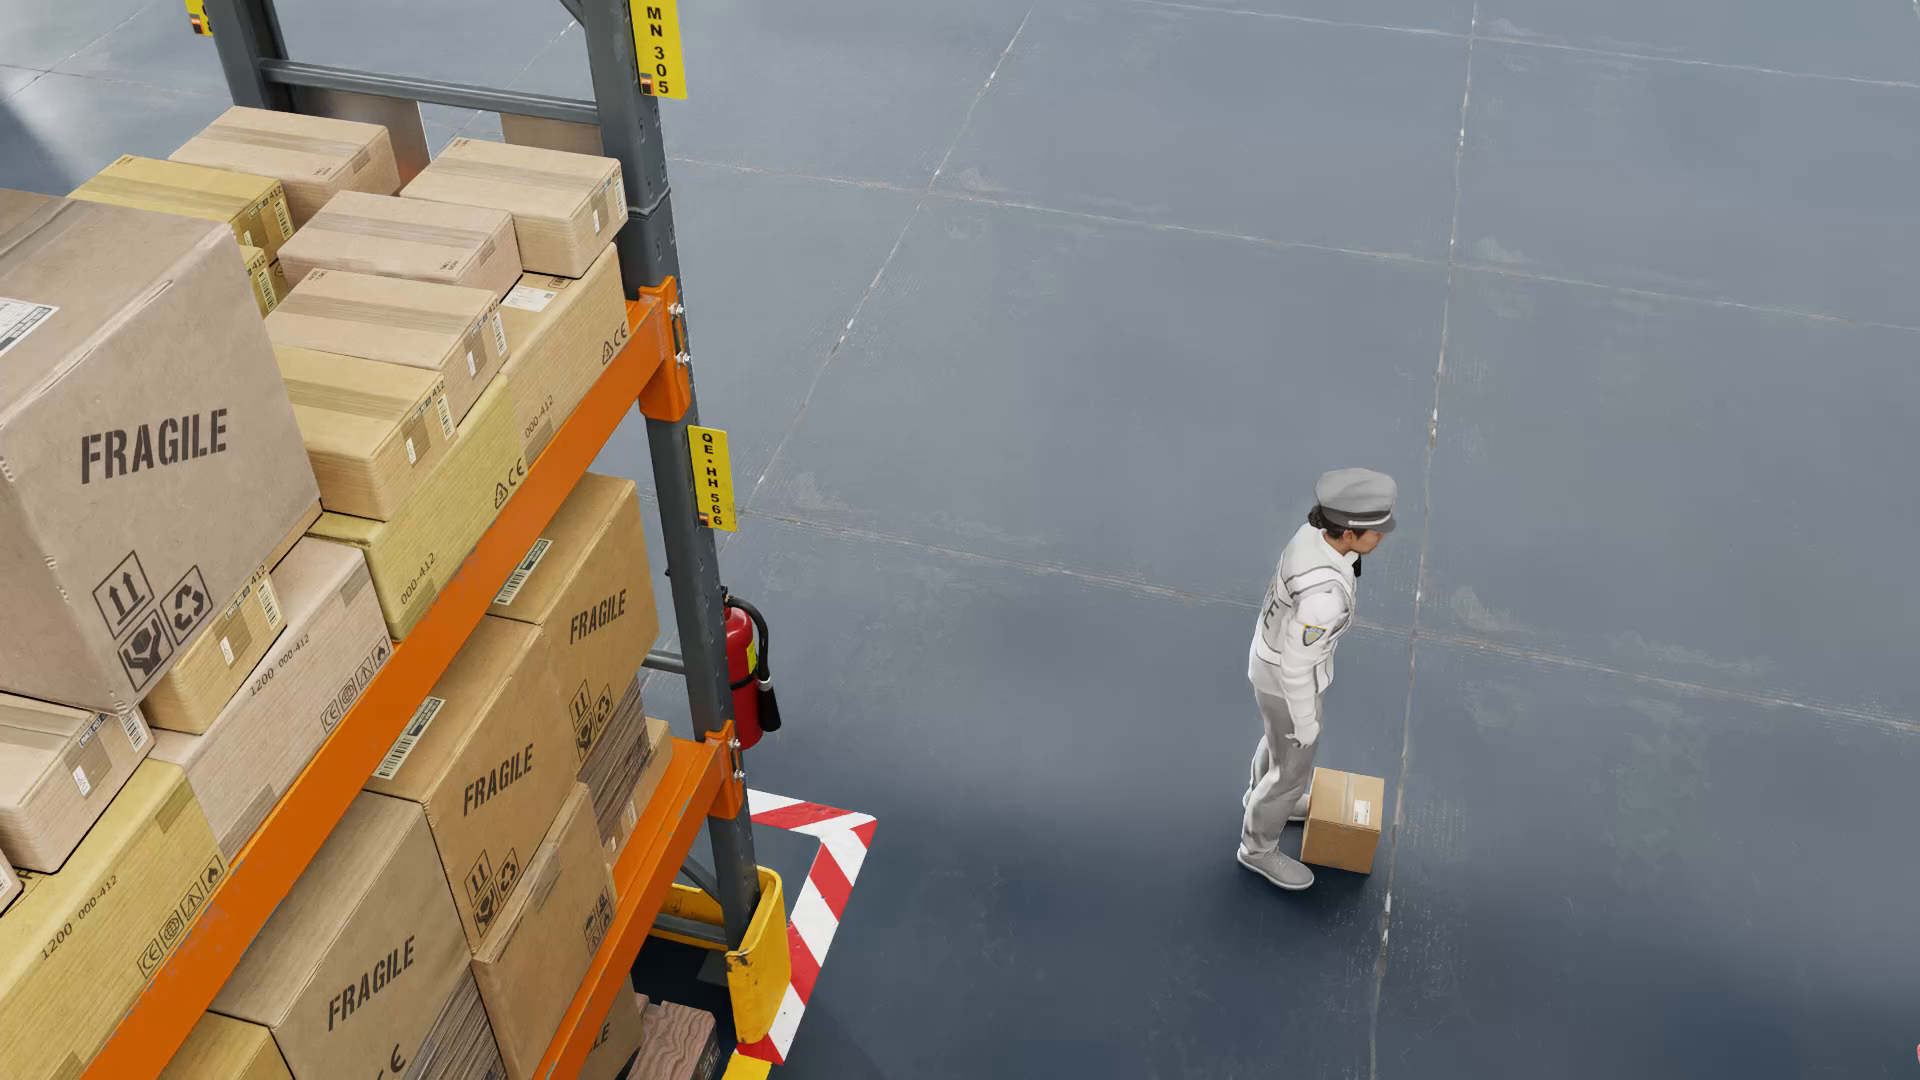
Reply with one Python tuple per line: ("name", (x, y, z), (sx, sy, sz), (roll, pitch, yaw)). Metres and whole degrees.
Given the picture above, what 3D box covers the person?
("person", (1.165, 0.455, 5.637), (0.379, 1.663, 0.535), (10, 42, 11))
